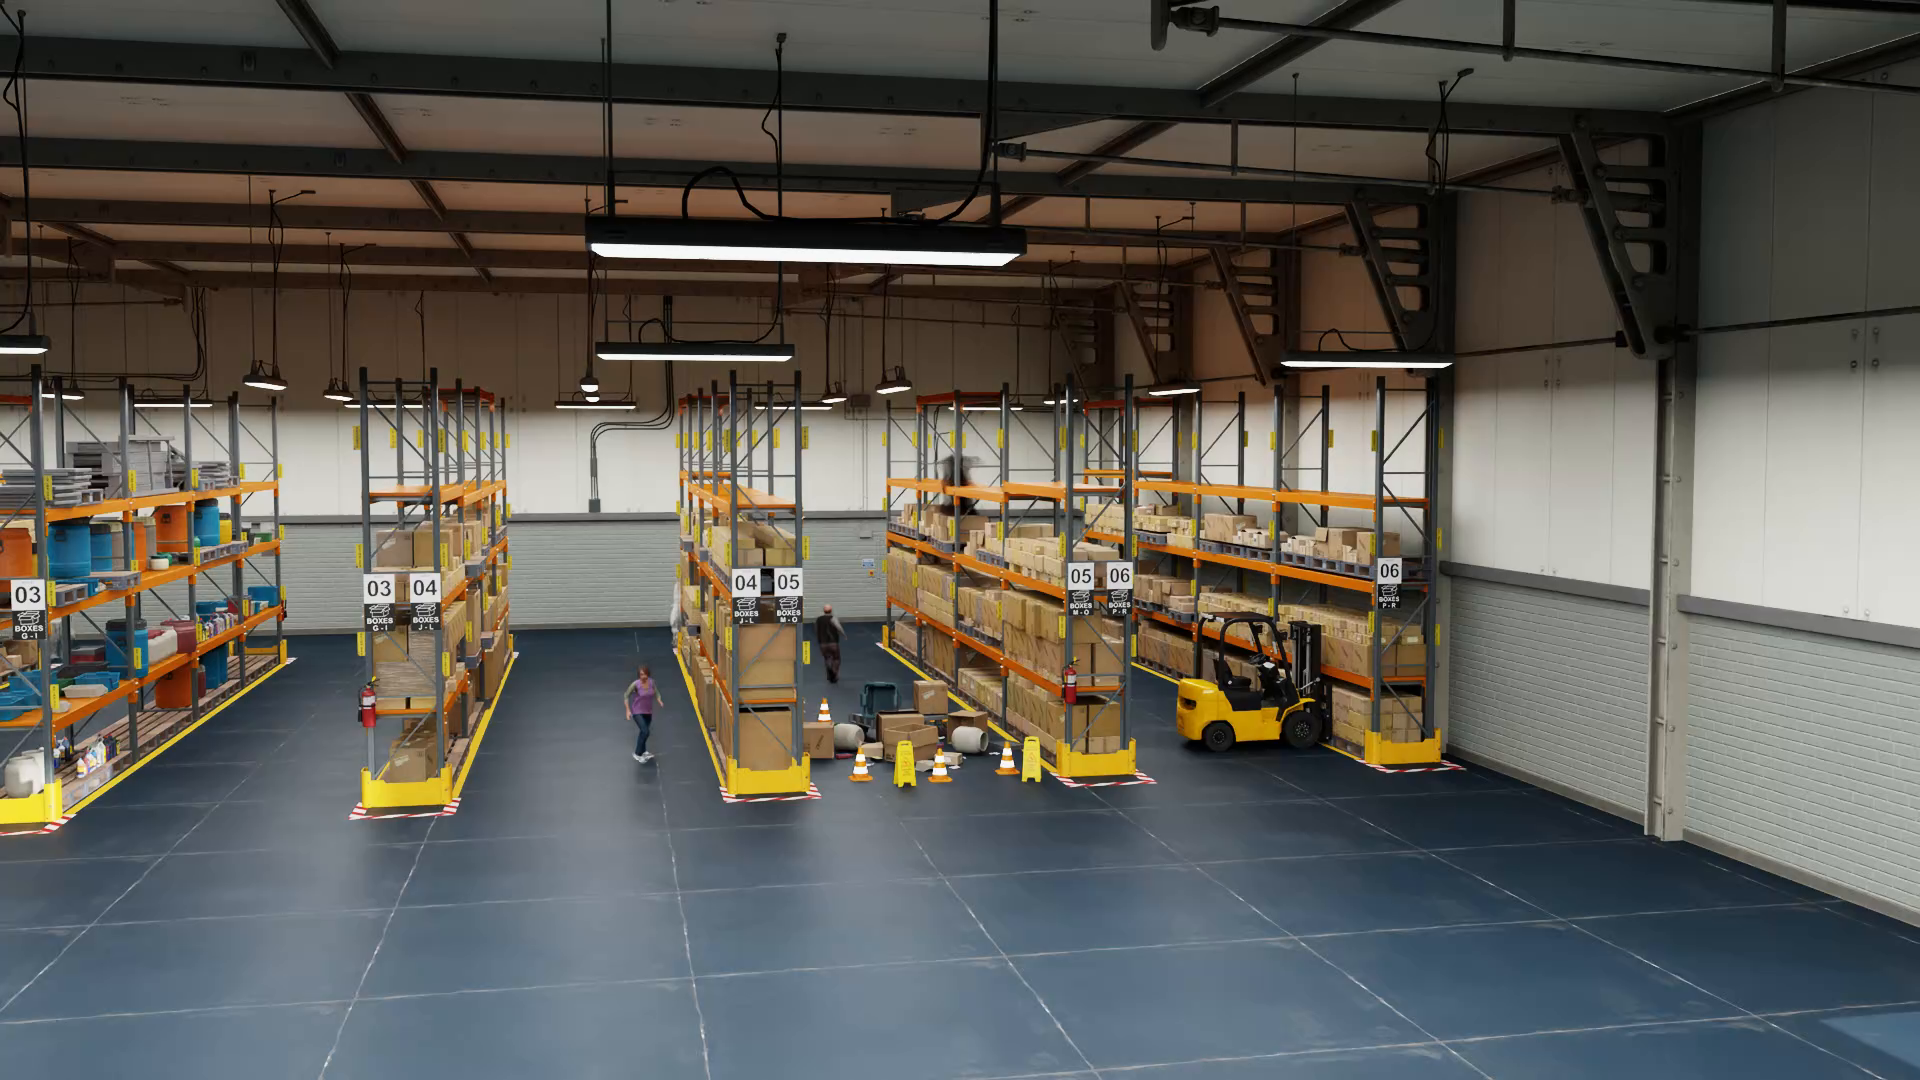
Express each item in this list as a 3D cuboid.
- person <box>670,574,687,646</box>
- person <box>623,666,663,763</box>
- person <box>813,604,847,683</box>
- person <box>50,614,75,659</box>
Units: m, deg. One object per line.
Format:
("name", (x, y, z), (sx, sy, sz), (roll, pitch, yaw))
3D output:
("person", (-6.808, 1.683, 40.760), (0.648, 1.839, 0.768), (2, 4, 32))
("person", (-4.914, 2.720, 25.968), (0.758, 1.551, 0.555), (3, 4, 37))
("person", (-2.717, 2.160, 34.464), (0.737, 1.634, 0.538), (1, 3, 10))
("person", (-20.361, 1.886, 37.608), (0.810, 1.825, 0.658), (2, 4, 32))
